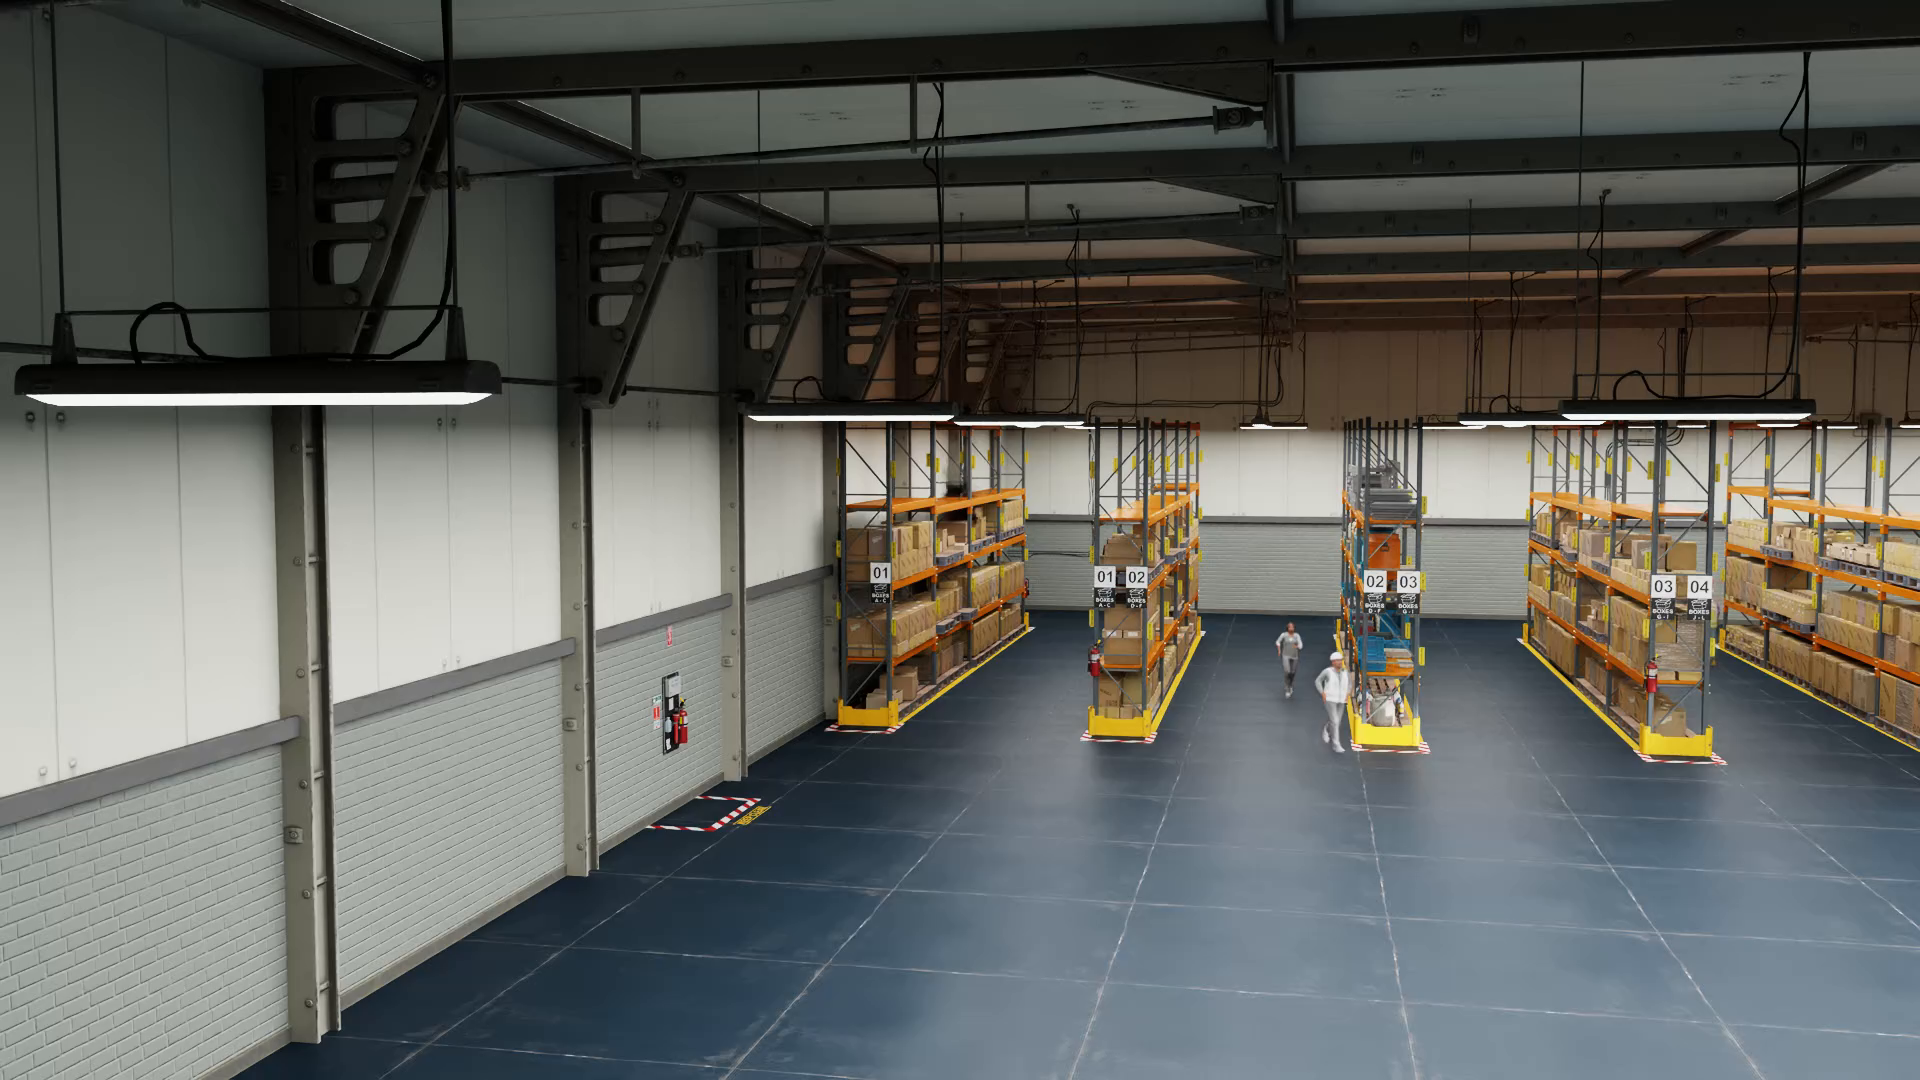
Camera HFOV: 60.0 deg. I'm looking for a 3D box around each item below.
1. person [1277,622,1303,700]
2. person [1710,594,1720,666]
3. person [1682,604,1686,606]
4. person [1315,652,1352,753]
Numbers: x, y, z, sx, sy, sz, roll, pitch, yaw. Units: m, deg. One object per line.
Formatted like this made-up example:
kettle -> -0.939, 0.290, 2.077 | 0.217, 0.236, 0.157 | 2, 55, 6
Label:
person -> 7.123, 2.586, 35.911 | 0.510, 1.643, 0.735 | 0, 4, -1
person -> 18.435, 2.162, 41.049 | 0.651, 1.777, 0.952 | 1, 4, 12
person -> 18.912, 1.967, 44.419 | 0.584, 1.720, 0.720 | -2, 4, -34
person -> 6.762, 2.894, 30.008 | 0.665, 1.761, 0.896 | -1, 4, -17
